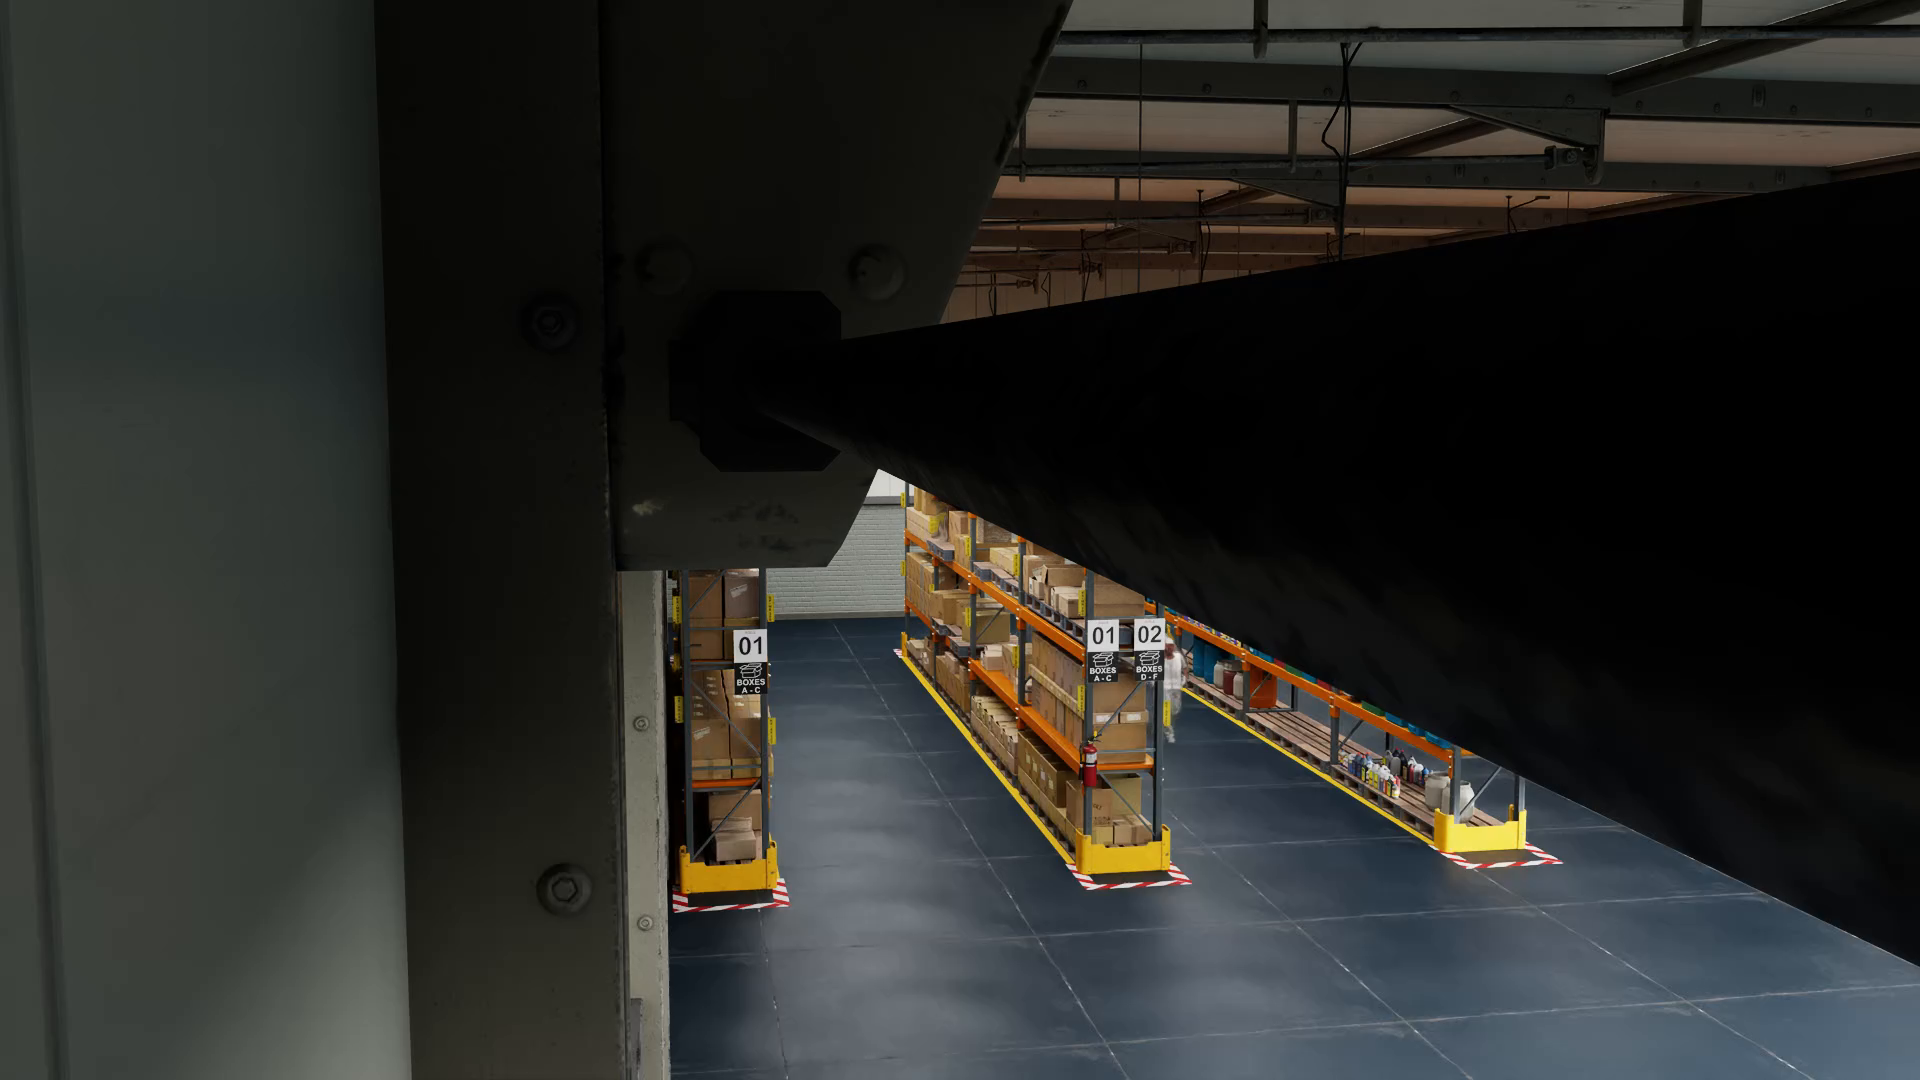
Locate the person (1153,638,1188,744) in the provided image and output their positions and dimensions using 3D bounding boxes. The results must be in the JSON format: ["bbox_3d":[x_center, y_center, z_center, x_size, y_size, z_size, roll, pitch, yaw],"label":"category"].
[{"bbox_3d":[3.549,2.534,28.288,0.674,1.768,0.749,-1,6,-10],"label":"person"}]
